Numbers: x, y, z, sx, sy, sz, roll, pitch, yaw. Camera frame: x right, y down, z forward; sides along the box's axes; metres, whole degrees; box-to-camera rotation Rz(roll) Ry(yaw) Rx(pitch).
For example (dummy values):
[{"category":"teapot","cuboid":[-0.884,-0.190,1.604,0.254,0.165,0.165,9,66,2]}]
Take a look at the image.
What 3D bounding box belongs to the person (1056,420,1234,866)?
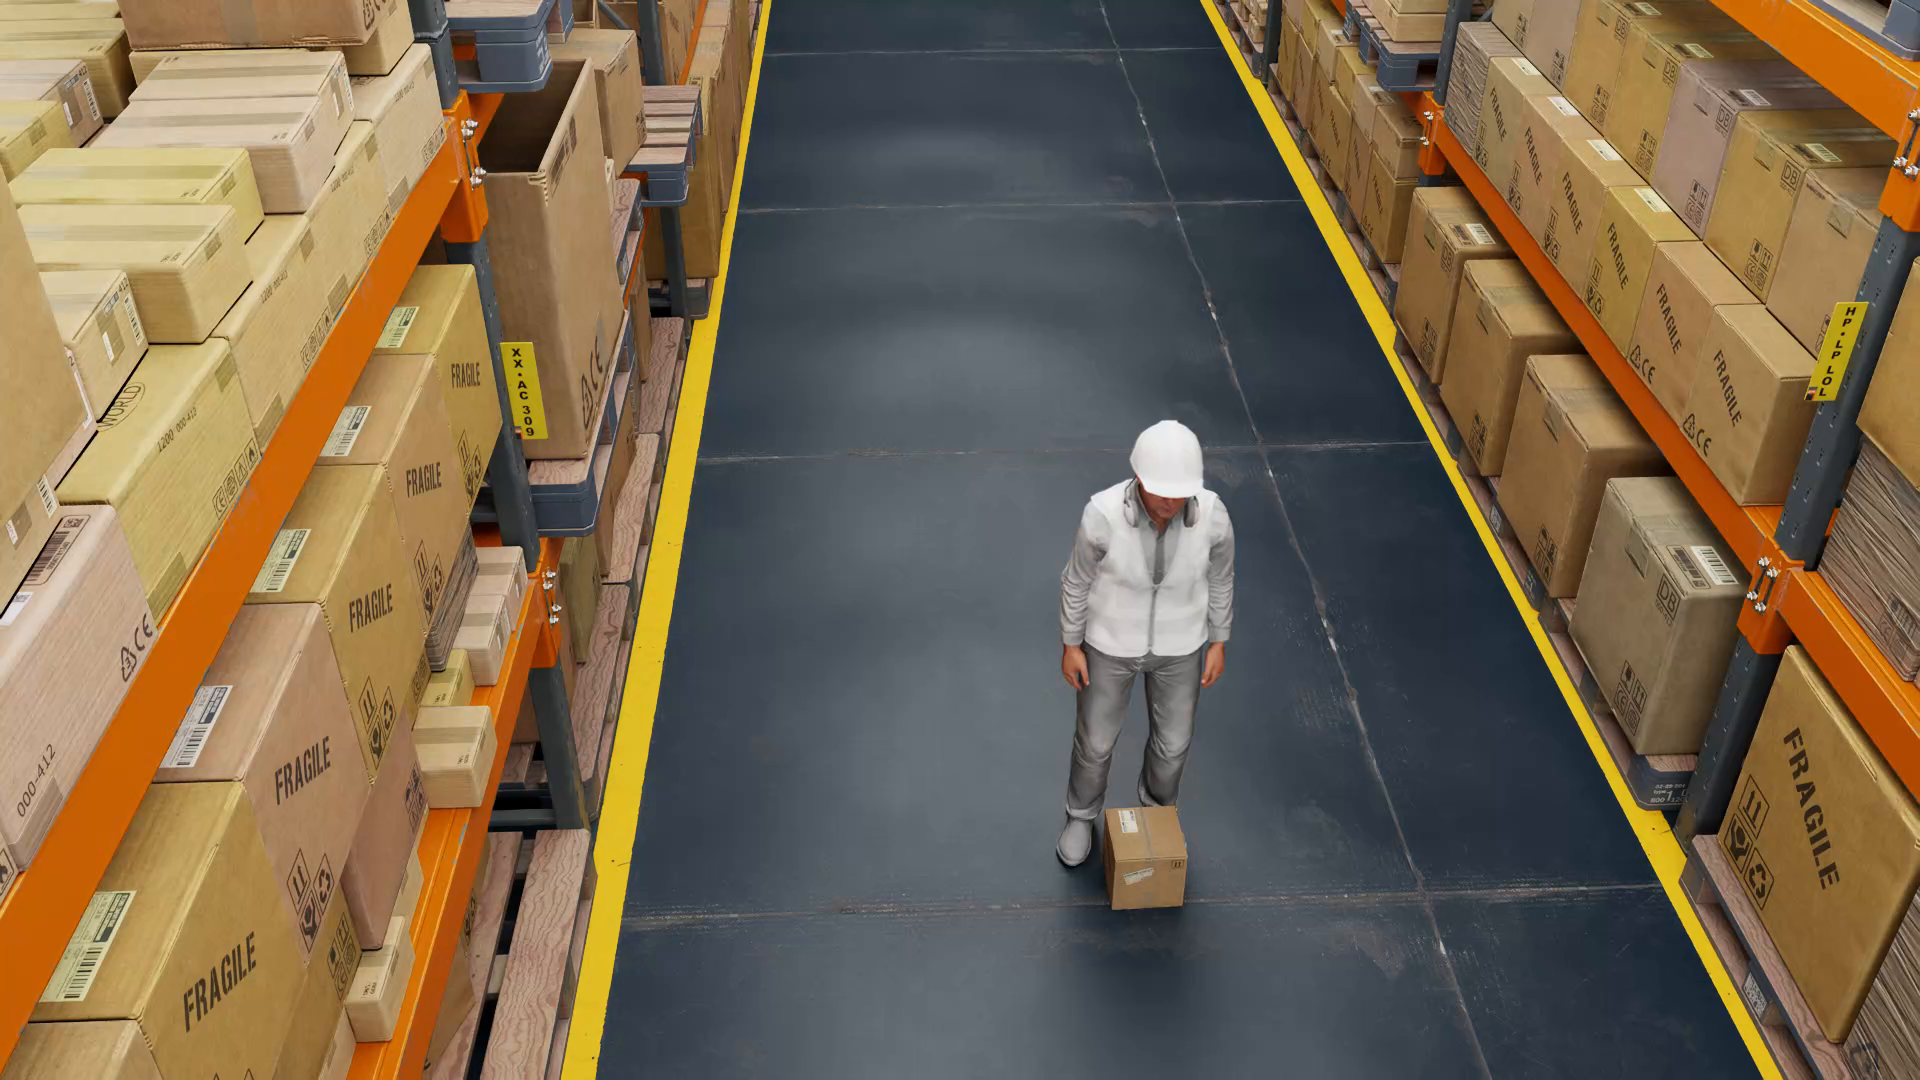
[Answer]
[{"category":"person","cuboid":[0.623,0.347,5.626,0.580,1.772,0.460,-1,35,-2]}]
